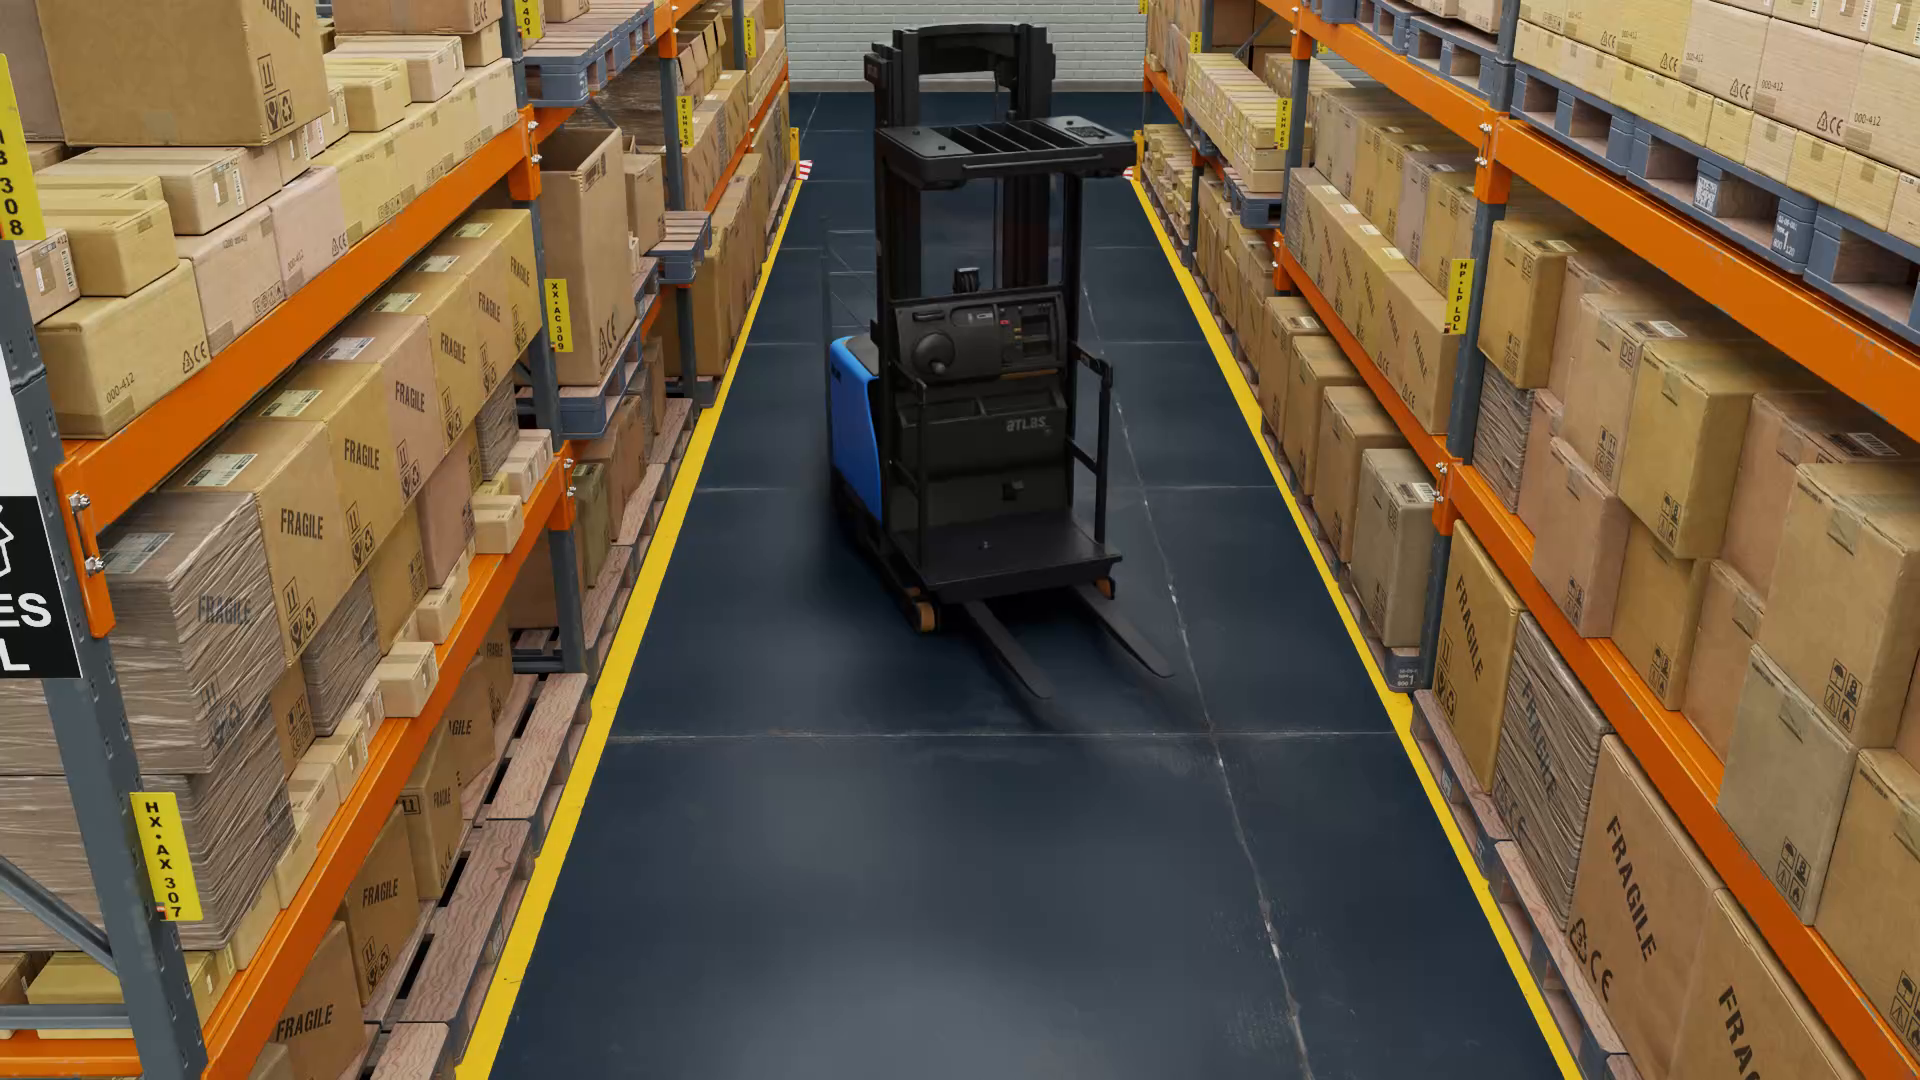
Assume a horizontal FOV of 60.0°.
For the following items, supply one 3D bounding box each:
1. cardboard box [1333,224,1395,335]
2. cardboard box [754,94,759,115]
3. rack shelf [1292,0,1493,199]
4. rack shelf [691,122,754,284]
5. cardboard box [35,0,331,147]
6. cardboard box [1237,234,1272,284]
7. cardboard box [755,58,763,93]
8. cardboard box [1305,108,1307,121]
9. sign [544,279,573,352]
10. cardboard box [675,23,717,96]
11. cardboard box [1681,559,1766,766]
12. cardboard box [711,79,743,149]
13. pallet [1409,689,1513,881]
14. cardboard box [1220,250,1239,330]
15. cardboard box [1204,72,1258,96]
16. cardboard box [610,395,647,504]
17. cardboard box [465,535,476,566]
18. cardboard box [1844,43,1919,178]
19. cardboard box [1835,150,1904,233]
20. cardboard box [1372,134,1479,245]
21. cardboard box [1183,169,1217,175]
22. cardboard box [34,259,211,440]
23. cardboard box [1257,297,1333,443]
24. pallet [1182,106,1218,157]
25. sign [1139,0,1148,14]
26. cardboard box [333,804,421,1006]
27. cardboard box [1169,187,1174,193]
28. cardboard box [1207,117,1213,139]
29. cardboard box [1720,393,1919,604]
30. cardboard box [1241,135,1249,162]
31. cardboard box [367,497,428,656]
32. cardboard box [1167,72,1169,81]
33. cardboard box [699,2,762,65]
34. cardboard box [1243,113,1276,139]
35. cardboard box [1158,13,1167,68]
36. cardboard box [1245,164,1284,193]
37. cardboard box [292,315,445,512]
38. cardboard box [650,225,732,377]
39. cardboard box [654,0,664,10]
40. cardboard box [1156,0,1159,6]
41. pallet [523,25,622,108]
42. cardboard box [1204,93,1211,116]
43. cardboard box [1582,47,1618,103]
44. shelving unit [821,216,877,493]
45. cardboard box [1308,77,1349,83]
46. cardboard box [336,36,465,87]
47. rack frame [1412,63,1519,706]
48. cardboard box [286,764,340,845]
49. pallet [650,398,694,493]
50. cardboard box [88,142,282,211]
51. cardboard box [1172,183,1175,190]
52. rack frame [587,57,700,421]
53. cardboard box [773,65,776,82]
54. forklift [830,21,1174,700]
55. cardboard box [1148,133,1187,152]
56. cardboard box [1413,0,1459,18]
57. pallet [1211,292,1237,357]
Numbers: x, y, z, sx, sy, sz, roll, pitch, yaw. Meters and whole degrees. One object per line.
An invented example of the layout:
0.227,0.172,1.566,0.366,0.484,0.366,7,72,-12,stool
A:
2.383,-1.437,9.167,0.500,0.500,0.500,-1,24,-1,cardboard box
-2.046,-3.985,15.227,0.380,0.149,0.250,-1,24,-2,cardboard box
2.653,-2.415,8.684,1.077,0.370,4.000,0,24,-1,rack shelf
-2.351,-2.716,12.989,1.077,0.370,4.000,0,24,-1,rack shelf
-1.988,-1.312,4.282,0.500,0.500,0.500,0,24,-1,cardboard box
2.345,-2.083,12.330,0.500,0.250,0.500,0,24,0,cardboard box
-2.117,-4.335,15.516,0.500,0.250,0.500,0,24,-1,cardboard box
2.805,-3.255,12.741,0.380,0.149,0.250,1,24,1,cardboard box
-1.743,-0.972,7.208,0.100,0.325,0.005,0,24,-1,sign
-2.362,-3.825,13.228,0.797,0.503,0.637,0,24,0,cardboard box
2.761,0.417,5.006,0.875,0.550,0.550,0,24,-1,cardboard box
-2.096,-3.518,13.768,0.500,0.500,0.500,0,24,1,cardboard box
2.605,1.032,7.212,1.003,0.211,1.213,0,24,-1,pallet
2.339,-1.955,12.956,0.500,0.500,0.500,-1,24,-3,cardboard box
2.145,-3.604,13.151,0.380,0.149,0.250,0,24,-1,cardboard box
-2.270,-0.543,9.811,0.700,0.500,0.500,2,24,4,cardboard box
-2.068,0.042,6.321,0.380,0.149,0.250,0,24,-1,cardboard box
2.429,-0.982,3.830,0.500,0.250,0.500,0,24,0,cardboard box
2.369,-0.843,4.007,0.380,0.149,0.250,0,24,0,cardboard box
2.647,-1.886,8.946,0.700,0.500,0.500,0,24,-1,cardboard box
2.347,-3.473,16.016,0.380,0.149,0.250,1,24,1,cardboard box
-1.989,-0.422,3.584,0.500,0.250,0.500,0,24,1,cardboard box
2.548,-1.116,10.797,1.050,0.750,0.750,-1,24,-1,cardboard box
2.451,-3.446,13.962,1.003,0.211,1.213,0,24,-1,pallet
2.002,-5.889,18.081,0.100,0.325,0.005,0,24,-1,sign
-2.261,1.262,5.842,0.500,0.500,0.500,2,24,4,cardboard box
2.296,-3.436,16.656,0.380,0.149,0.250,0,24,0,cardboard box
2.152,-3.223,13.032,0.380,0.149,0.250,-1,24,-2,cardboard box
2.785,-0.075,4.784,0.875,0.550,0.550,0,24,-1,cardboard box
2.166,-2.725,11.568,0.380,0.149,0.250,1,24,1,cardboard box
-2.302,0.051,5.515,0.875,0.500,0.500,0,24,-1,cardboard box
2.306,-4.712,16.833,0.380,0.149,0.250,-1,24,-2,cardboard box
-2.120,-4.679,15.366,0.500,0.500,0.500,0,24,-1,cardboard box
2.167,-2.852,11.489,0.380,0.149,0.250,-1,24,-1,cardboard box
2.297,-5.070,16.837,0.500,0.500,0.500,0,24,0,cardboard box
2.166,-2.479,11.386,0.380,0.149,0.250,0,24,0,cardboard box
-1.992,-0.406,5.312,0.500,0.500,0.500,0,24,-1,cardboard box
-2.316,-1.728,11.999,1.225,0.875,0.875,-1,24,-3,cardboard box
-2.079,-3.324,10.001,0.500,0.250,0.500,0,24,0,cardboard box
2.296,-5.740,17.105,0.500,0.500,0.500,0,24,1,cardboard box
-2.186,-2.108,7.358,1.213,0.211,1.003,0,24,-1,pallet
2.149,-3.466,13.207,0.380,0.149,0.250,1,24,2,cardboard box
2.348,-1.577,5.631,0.380,0.149,0.250,-1,24,-1,cardboard box
-0.607,-1.202,10.588,0.538,1.500,1.048,-2,24,-4,shelving unit
2.801,-3.495,12.911,0.380,0.149,0.250,-1,24,-3,cardboard box
-1.992,-1.706,5.940,0.380,0.149,0.250,-1,24,-3,cardboard box
2.675,-0.552,7.331,1.000,3.000,0.127,0,24,-1,rack frame
-2.002,0.763,4.727,0.380,0.149,0.250,0,24,-1,cardboard box
-2.322,-0.627,10.881,1.003,0.211,1.213,0,24,-1,pallet
-1.976,-0.941,4.250,0.380,0.149,0.250,0,24,-1,cardboard box
2.321,-3.546,16.540,0.380,0.149,0.250,-1,24,-3,cardboard box
-2.329,-2.220,11.018,1.000,3.000,0.127,0,24,-1,rack frame
-2.067,-4.729,16.871,0.380,0.149,0.250,0,24,0,cardboard box
0.189,-1.041,8.494,1.130,2.935,3.031,-8,26,-18,forklift
2.208,-4.226,17.681,0.380,0.149,0.250,0,24,-1,cardboard box
2.442,-2.595,7.760,0.500,0.250,0.500,0,24,-1,cardboard box
2.614,-1.754,13.371,1.003,0.211,1.213,0,24,-1,pallet
